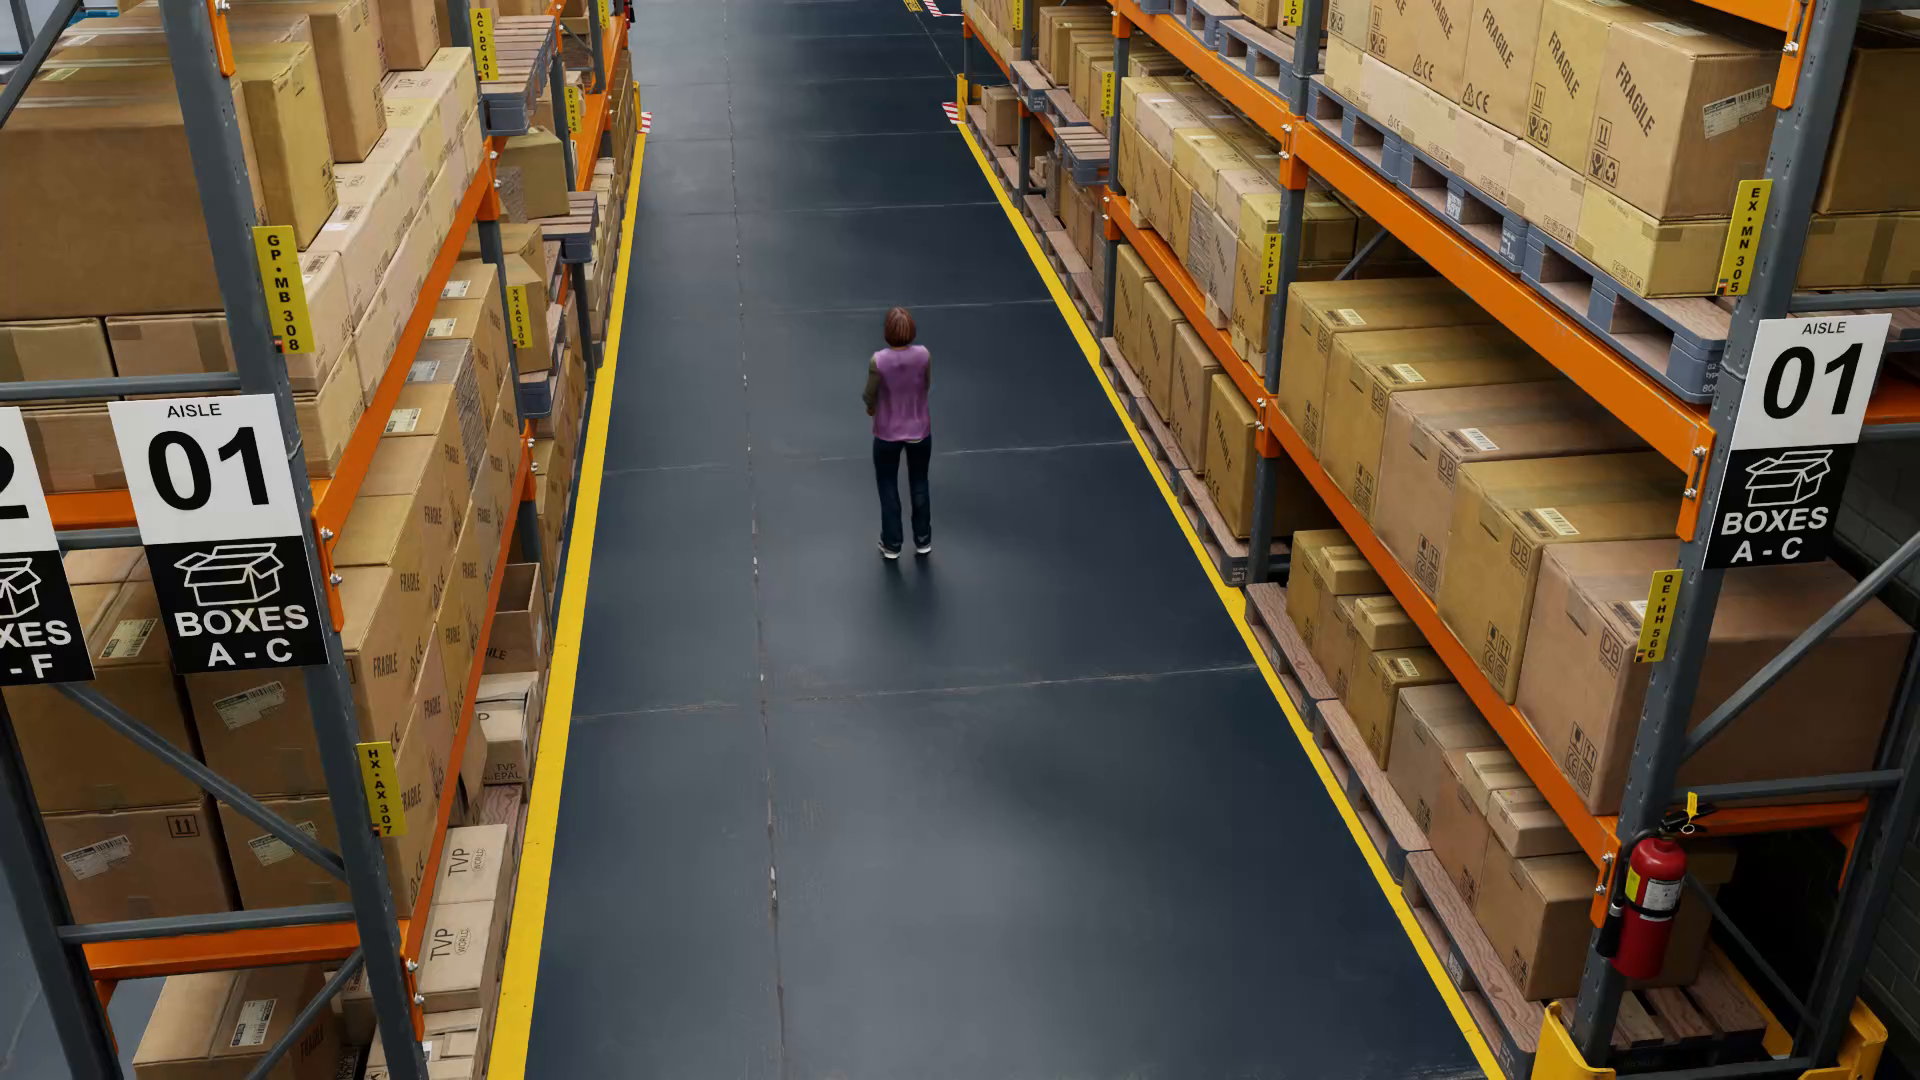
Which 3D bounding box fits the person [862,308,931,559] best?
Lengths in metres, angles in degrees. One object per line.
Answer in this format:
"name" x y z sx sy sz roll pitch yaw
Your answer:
"person" -0.378 -0.662 9.895 0.414 1.598 0.476 -7 28 -14
